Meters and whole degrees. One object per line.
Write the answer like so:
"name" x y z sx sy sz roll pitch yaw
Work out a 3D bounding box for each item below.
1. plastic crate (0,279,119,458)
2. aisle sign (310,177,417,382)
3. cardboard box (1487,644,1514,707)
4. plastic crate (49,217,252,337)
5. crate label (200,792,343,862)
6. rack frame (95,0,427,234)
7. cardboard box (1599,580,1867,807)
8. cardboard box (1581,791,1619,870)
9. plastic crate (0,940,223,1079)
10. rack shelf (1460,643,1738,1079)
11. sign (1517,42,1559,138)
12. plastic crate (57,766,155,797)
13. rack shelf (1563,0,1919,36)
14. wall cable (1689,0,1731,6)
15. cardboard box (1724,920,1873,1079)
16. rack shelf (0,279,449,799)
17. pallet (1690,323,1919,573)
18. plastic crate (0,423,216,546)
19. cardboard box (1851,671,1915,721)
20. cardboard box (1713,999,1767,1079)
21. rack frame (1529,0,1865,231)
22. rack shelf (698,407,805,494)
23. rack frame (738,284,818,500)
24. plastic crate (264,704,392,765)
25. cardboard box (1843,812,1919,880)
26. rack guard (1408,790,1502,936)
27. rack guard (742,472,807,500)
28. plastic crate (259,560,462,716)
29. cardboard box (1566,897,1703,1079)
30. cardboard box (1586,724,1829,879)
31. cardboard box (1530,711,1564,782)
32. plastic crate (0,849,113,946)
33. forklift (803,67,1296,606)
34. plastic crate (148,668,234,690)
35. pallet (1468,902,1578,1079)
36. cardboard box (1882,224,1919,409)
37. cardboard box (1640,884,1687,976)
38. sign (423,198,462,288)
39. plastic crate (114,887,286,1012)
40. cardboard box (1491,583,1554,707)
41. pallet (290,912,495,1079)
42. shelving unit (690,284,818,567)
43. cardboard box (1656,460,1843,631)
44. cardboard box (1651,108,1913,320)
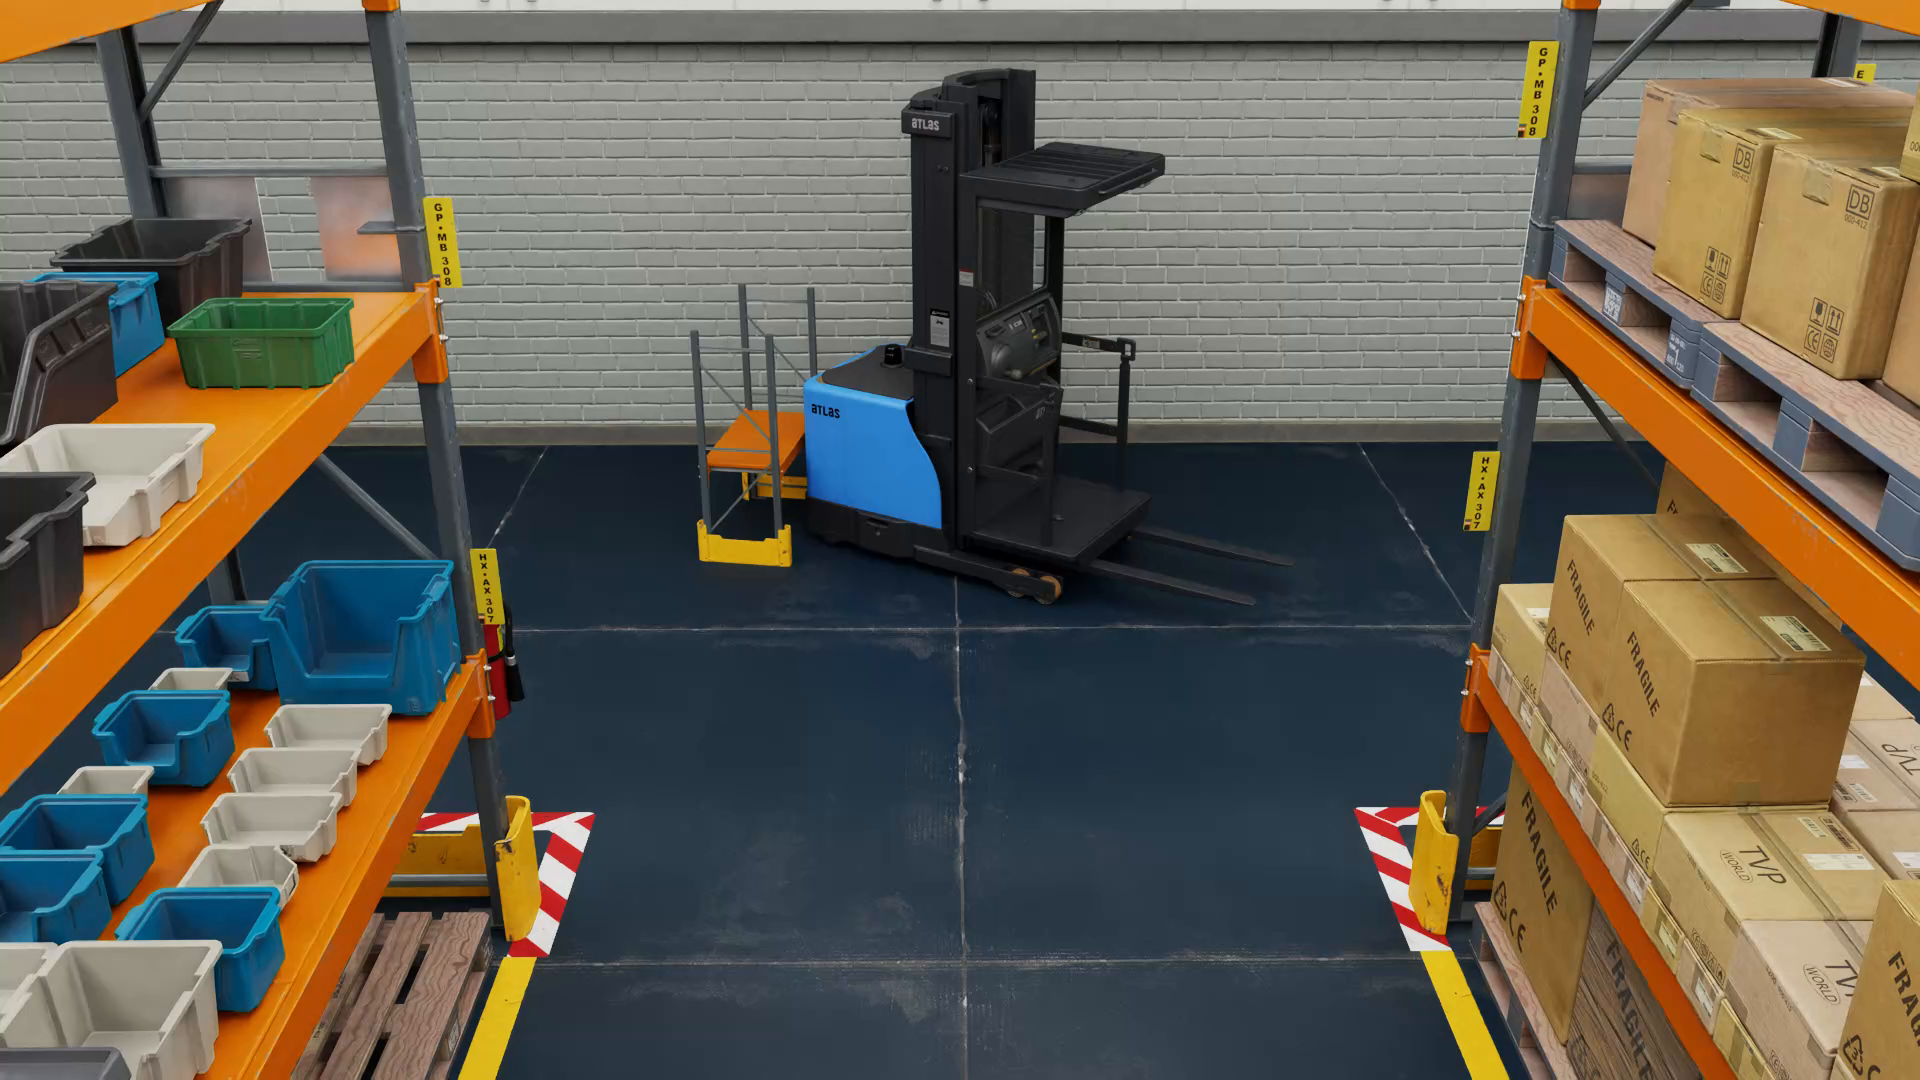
"plastic crate" -2.657 -0.440 4.519 0.504 0.338 0.767 0 24 -1
"aisle sign" -2.106 -0.948 6.052 0.394 0.787 0.004 0 24 -1
"cardboard box" 2.228 0.507 6.293 0.380 0.149 0.250 0 24 0
"plastic crate" -2.673 -0.880 5.574 0.497 0.269 0.590 0 24 -1
"crate label" -2.192 0.929 5.302 0.396 0.136 0.243 0 24 -1
"rack frame" -2.398 -2.466 5.283 1.000 3.000 0.127 0 24 -1
"cardboard box" 2.307 0.455 5.016 0.500 0.500 0.500 -1 24 -2
"cardboard box" 2.241 0.931 5.357 0.380 0.149 0.250 -1 24 -2
"plastic crate" -2.187 1.312 4.280 0.437 0.282 0.530 0 24 -1
"rack shelf" 2.576 1.397 4.894 1.077 0.370 4.000 0 24 -1
"sign" 1.999 -1.556 5.754 0.100 0.325 0.005 0 24 -1
"plastic crate" -2.797 0.875 5.422 0.250 0.136 0.298 0 24 -1
"rack shelf" 2.576 -1.154 3.740 1.077 0.370 4.000 0 24 -1
"wall cable" 5.939 -6.300 9.855 2.277 5.999 0.120 0 24 -1
"cardboard box" 2.317 1.222 4.230 0.500 0.250 0.500 0 24 1
"rack shelf" -2.377 0.052 4.227 1.077 0.370 4.000 0 24 -1
"pallet" 2.589 -0.272 4.178 1.003 0.211 1.213 0 24 -1
"plastic crate" -2.128 -0.129 4.075 0.437 0.136 0.530 0 24 -1
"cardboard box" 2.830 0.585 5.637 0.500 0.250 0.500 -1 24 -1
"cardboard box" 2.253 1.354 4.421 0.380 0.149 0.250 -1 24 -1
"rack frame" 2.554 -2.488 5.332 1.000 3.000 0.127 0 24 -1
"rack shelf" -1.268 -0.586 10.661 0.538 0.185 1.000 4 25 8
"rack frame" -1.187 -0.956 11.044 0.500 1.500 0.032 4 25 8
"plastic crate" -2.208 0.695 5.820 0.396 0.136 0.243 0 24 -1
"cardboard box" 2.845 1.010 4.699 0.500 0.250 0.500 0 24 0
"rack guard" 2.554 1.374 7.105 1.175 0.500 0.348 0 24 -1
"rack guard" -1.187 -0.386 11.300 0.587 0.250 0.087 4 25 8
"plastic crate" -2.208 0.361 6.196 0.616 0.435 0.499 0 24 -1
"cardboard box" 2.651 1.660 5.508 0.875 0.875 0.875 0 24 -1
"cardboard box" 2.304 0.798 5.166 0.500 0.250 0.500 -1 24 -2
"cardboard box" 2.236 0.718 5.826 0.380 0.149 0.250 -1 24 -2
"plastic crate" -2.707 1.086 4.840 0.416 0.233 0.300 0 24 -1
"forklift" 0.534 -1.203 9.854 3.031 2.935 1.130 14 28 28
"plastic crate" -2.804 0.596 6.040 0.250 0.136 0.298 0 24 -1
"pallet" 2.641 1.845 6.415 1.003 0.211 1.213 0 24 -1
"cardboard box" 2.664 -0.516 3.858 0.700 0.500 0.500 1 24 2
"cardboard box" 2.246 1.141 4.892 0.380 0.149 0.250 -1 24 -2
"sign" -1.849 -1.061 5.943 0.100 0.325 0.005 0 24 -1
"plastic crate" -2.120 1.161 4.673 0.416 0.233 0.300 0 24 -1
"cardboard box" 2.290 0.377 6.098 0.500 0.250 0.500 -1 24 -2
"pallet" -2.428 1.878 6.342 1.003 0.211 1.213 0 24 -1
"shelving unit" -1.267 -0.753 10.595 0.587 1.500 1.083 4 25 8
"cardboard box" 2.822 0.036 5.942 0.500 0.500 0.500 0 24 0
"cardboard box" 2.499 -0.958 4.835 0.700 0.500 0.500 -1 24 -2
